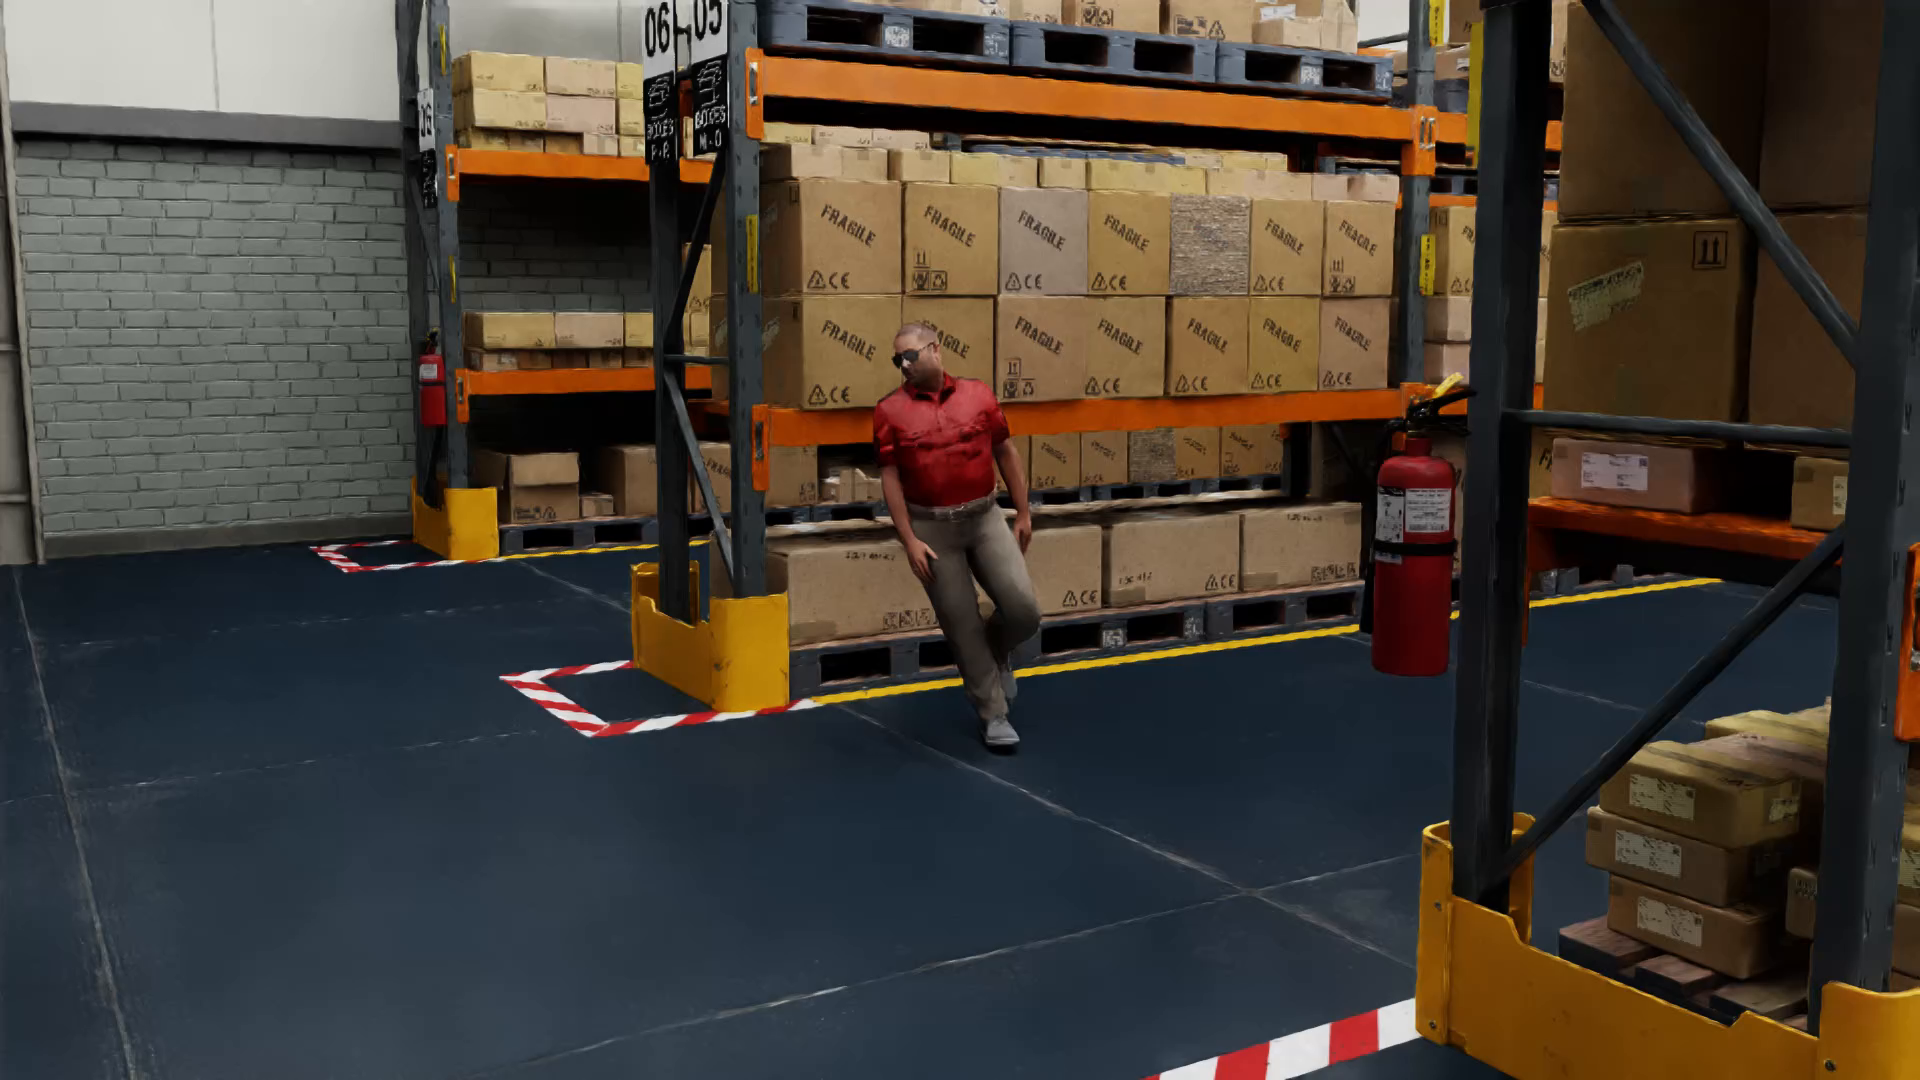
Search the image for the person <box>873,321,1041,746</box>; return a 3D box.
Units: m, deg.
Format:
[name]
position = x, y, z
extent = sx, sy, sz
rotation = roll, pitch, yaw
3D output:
[person]
position = -0.017, -0.030, 6.661
extent = 0.654, 1.681, 0.600
rotation = -2, 8, -16
